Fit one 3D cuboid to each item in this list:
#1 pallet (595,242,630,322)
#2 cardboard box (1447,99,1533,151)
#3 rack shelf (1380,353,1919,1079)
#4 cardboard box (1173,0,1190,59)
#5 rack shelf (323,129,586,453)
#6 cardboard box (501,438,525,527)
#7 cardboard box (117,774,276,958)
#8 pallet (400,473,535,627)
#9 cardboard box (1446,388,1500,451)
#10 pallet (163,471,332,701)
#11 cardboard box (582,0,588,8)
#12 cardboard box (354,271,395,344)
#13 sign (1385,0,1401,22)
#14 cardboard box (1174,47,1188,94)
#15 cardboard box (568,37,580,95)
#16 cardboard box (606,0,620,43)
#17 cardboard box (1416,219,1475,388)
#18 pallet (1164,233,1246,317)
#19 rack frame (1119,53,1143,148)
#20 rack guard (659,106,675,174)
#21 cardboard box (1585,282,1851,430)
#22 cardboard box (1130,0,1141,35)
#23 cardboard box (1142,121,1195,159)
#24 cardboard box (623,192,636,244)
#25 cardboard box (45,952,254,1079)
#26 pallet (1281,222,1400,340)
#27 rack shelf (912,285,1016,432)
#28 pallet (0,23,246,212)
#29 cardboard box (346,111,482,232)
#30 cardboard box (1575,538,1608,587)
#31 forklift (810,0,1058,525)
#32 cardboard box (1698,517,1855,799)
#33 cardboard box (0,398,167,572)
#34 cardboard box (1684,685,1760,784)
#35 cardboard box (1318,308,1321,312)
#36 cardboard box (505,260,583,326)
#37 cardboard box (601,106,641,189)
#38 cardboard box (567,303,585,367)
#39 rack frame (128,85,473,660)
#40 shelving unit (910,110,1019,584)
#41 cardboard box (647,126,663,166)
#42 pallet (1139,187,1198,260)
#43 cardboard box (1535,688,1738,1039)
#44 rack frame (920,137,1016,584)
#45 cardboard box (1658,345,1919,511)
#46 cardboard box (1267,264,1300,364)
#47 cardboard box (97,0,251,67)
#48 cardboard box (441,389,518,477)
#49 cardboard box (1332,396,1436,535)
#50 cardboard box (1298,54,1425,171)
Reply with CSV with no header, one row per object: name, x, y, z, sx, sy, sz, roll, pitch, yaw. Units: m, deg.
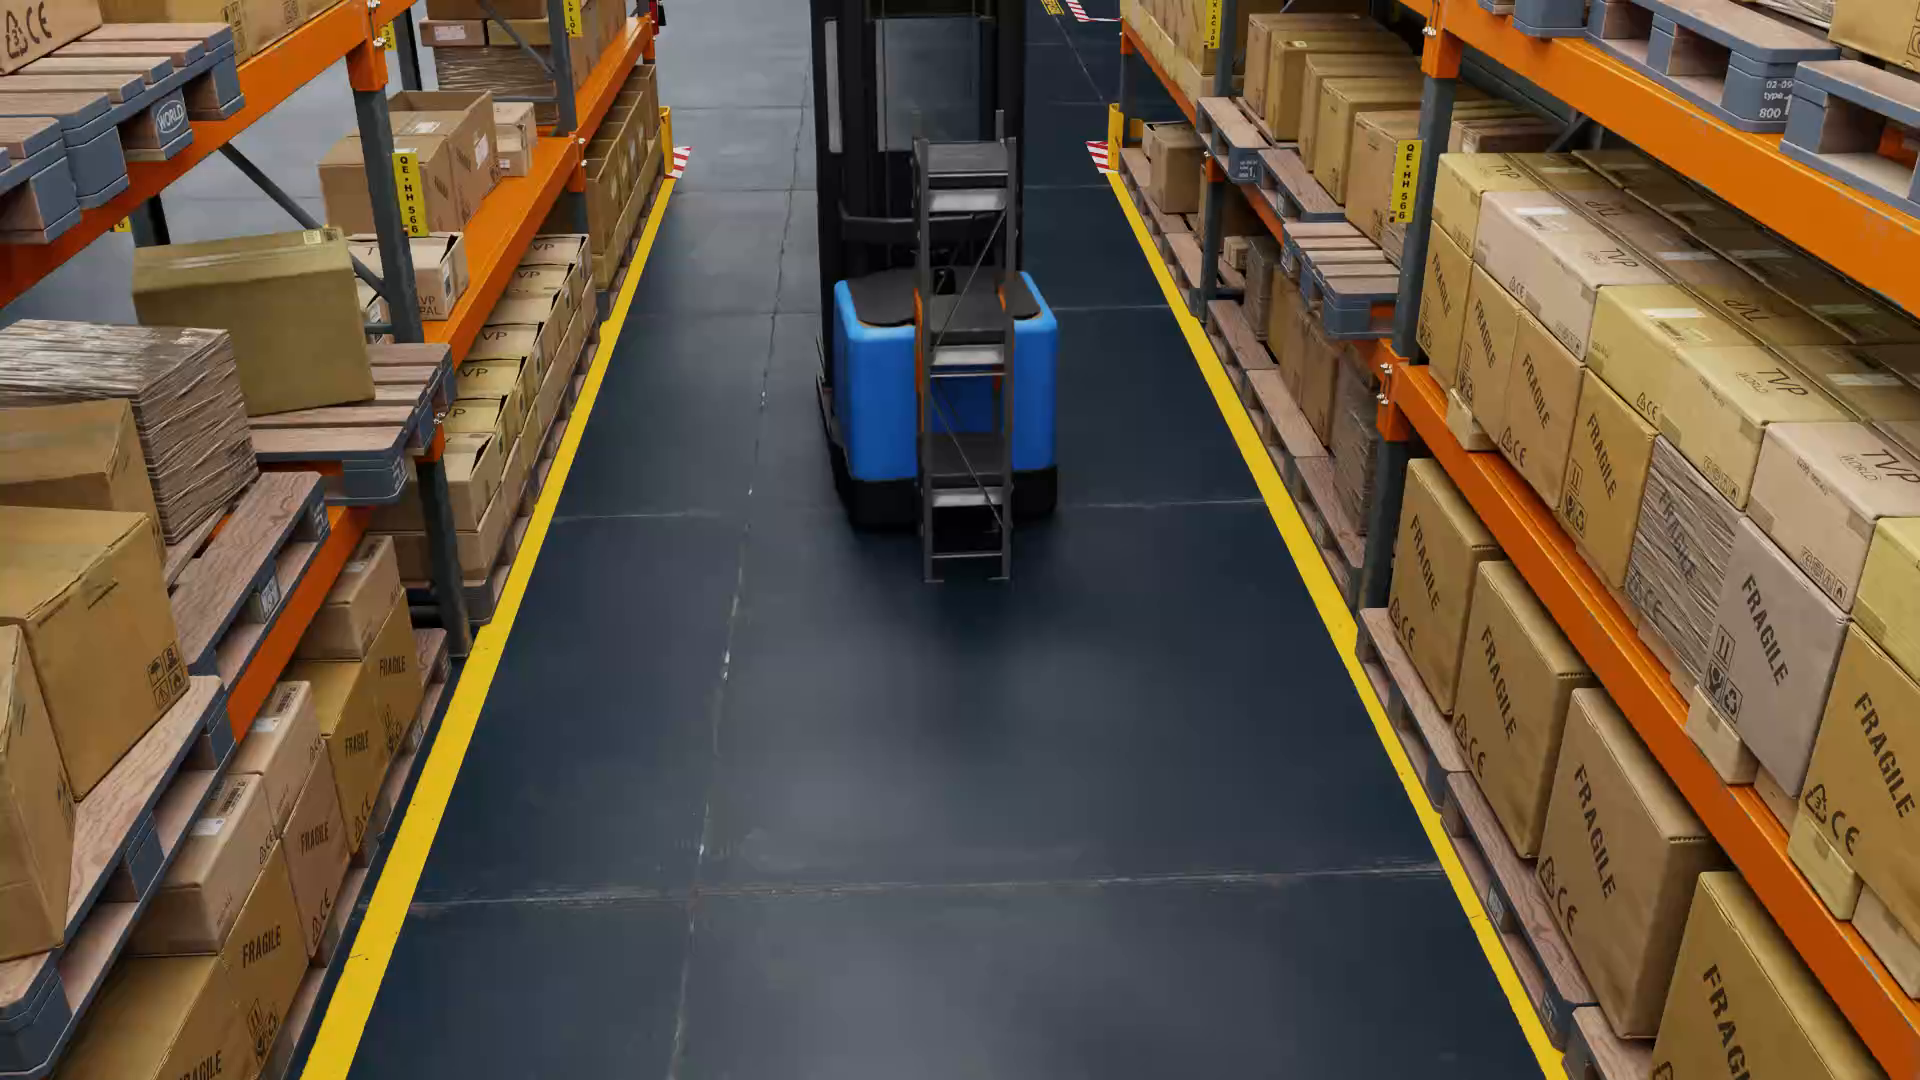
pallet,-2.859,-1.805,11.482,1.003,0.211,1.213,-1,28,-3
cardboard box,2.216,-1.781,7.136,0.380,0.149,0.250,-6,28,-11
rack shelf,2.400,0.295,5.218,1.077,0.370,4.000,-1,28,-3
cardboard box,1.722,-3.511,11.067,0.500,0.500,0.500,-2,28,-3
rack shelf,-2.755,-1.431,8.527,1.077,0.370,4.000,-1,28,-3
cardboard box,-2.412,-0.274,8.051,0.500,0.250,0.500,-2,28,-4
cardboard box,-2.276,0.911,4.676,0.500,0.250,0.500,-1,28,-3
pallet,-2.655,0.029,7.965,1.003,0.211,1.213,-1,28,-3
cardboard box,2.016,-0.446,6.111,0.380,0.149,0.250,-1,28,-1
pallet,-2.545,0.157,4.912,1.003,0.211,1.213,-1,28,-3
cardboard box,-2.752,-3.729,11.346,0.380,0.149,0.250,-2,28,-4
cardboard box,-2.626,-0.955,6.934,0.500,0.311,0.500,0,28,1
sign,2.641,-3.323,10.125,0.100,0.325,0.005,-1,28,-3
cardboard box,1.742,-3.179,11.241,0.500,0.250,0.500,-1,28,-2
cardboard box,-2.923,-3.166,10.968,0.700,0.500,0.500,-2,28,-3
cardboard box,-3.025,-4.106,12.771,0.700,0.500,0.500,-1,28,-1
cardboard box,2.066,-0.902,6.284,0.500,0.500,0.500,-1,28,-1
pallet,2.017,-1.867,11.602,1.003,0.211,1.213,-1,28,-3
rack frame,1.878,-4.642,13.906,1.000,3.000,0.127,-1,28,-3
rack guard,-3.070,-3.423,14.273,1.175,0.500,0.348,-1,28,-3
cardboard box,2.154,-0.534,4.768,0.500,0.250,0.500,-2,28,-4
cardboard box,1.628,-4.112,13.030,0.500,0.250,0.500,-2,28,-4
cardboard box,1.825,-3.323,13.809,0.500,0.311,0.500,-4,28,-8
cardboard box,-2.623,-2.324,11.981,0.500,0.250,0.500,-1,28,-3
cardboard box,-2.263,1.459,4.436,0.500,0.500,0.500,-1,28,-2
pallet,2.152,-1.189,7.493,1.213,0.211,1.003,-1,28,-3
rack shelf,0.013,-0.835,7.610,0.431,0.518,0.480,-2,28,-4
pallet,-2.463,-1.007,3.897,1.213,0.211,1.003,-1,28,-3
cardboard box,-2.782,-1.888,8.518,0.500,0.500,0.500,-1,28,-3
cardboard box,2.173,0.021,5.216,0.380,0.149,0.250,-1,28,-2
forklift,-0.247,-2.034,8.980,1.130,2.935,3.031,-4,28,-8
cardboard box,2.193,0.272,4.032,0.500,0.500,0.500,-1,28,-2
cardboard box,-2.596,-0.024,4.489,0.700,0.500,0.500,-8,29,-16
cardboard box,2.127,0.496,4.305,0.380,0.149,0.250,-1,28,-3
cardboard box,2.200,-1.431,9.166,0.500,0.250,0.500,-2,28,-4
cardboard box,-2.519,-1.469,9.735,0.500,0.311,0.500,-1,28,-1
cardboard box,-2.652,-2.887,12.250,0.500,0.500,0.500,-1,28,-3
cardboard box,-2.524,-1.222,9.869,0.500,0.250,0.500,-2,28,-3
rack frame,-2.651,-0.826,6.590,1.000,3.000,0.127,-1,28,-3
shelving unit,0.013,-0.847,7.604,0.431,2.100,0.503,-2,28,-4
cardboard box,-2.745,-3.247,13.751,0.500,0.250,0.500,-1,28,-3
pallet,1.950,-2.432,12.685,1.003,0.211,1.213,-1,28,-3
cardboard box,2.292,0.960,5.037,0.750,0.750,0.750,-1,28,-1
rack frame,0.034,-0.735,7.388,0.400,2.100,0.015,-2,28,-4
cardboard box,2.181,-0.299,4.317,0.500,0.250,0.500,-1,28,-2
cardboard box,2.219,-1.304,9.734,0.700,0.500,0.500,-2,28,-4
cardboard box,-2.541,-1.524,4.576,0.910,0.500,0.500,-1,28,-3
cardboard box,-2.421,-0.533,7.941,0.500,0.311,0.500,-2,28,-4
cardboard box,2.206,-0.365,7.934,0.700,0.500,0.500,-1,28,-2
cardboard box,2.167,-2.236,8.710,0.700,0.500,0.500,2,28,4
